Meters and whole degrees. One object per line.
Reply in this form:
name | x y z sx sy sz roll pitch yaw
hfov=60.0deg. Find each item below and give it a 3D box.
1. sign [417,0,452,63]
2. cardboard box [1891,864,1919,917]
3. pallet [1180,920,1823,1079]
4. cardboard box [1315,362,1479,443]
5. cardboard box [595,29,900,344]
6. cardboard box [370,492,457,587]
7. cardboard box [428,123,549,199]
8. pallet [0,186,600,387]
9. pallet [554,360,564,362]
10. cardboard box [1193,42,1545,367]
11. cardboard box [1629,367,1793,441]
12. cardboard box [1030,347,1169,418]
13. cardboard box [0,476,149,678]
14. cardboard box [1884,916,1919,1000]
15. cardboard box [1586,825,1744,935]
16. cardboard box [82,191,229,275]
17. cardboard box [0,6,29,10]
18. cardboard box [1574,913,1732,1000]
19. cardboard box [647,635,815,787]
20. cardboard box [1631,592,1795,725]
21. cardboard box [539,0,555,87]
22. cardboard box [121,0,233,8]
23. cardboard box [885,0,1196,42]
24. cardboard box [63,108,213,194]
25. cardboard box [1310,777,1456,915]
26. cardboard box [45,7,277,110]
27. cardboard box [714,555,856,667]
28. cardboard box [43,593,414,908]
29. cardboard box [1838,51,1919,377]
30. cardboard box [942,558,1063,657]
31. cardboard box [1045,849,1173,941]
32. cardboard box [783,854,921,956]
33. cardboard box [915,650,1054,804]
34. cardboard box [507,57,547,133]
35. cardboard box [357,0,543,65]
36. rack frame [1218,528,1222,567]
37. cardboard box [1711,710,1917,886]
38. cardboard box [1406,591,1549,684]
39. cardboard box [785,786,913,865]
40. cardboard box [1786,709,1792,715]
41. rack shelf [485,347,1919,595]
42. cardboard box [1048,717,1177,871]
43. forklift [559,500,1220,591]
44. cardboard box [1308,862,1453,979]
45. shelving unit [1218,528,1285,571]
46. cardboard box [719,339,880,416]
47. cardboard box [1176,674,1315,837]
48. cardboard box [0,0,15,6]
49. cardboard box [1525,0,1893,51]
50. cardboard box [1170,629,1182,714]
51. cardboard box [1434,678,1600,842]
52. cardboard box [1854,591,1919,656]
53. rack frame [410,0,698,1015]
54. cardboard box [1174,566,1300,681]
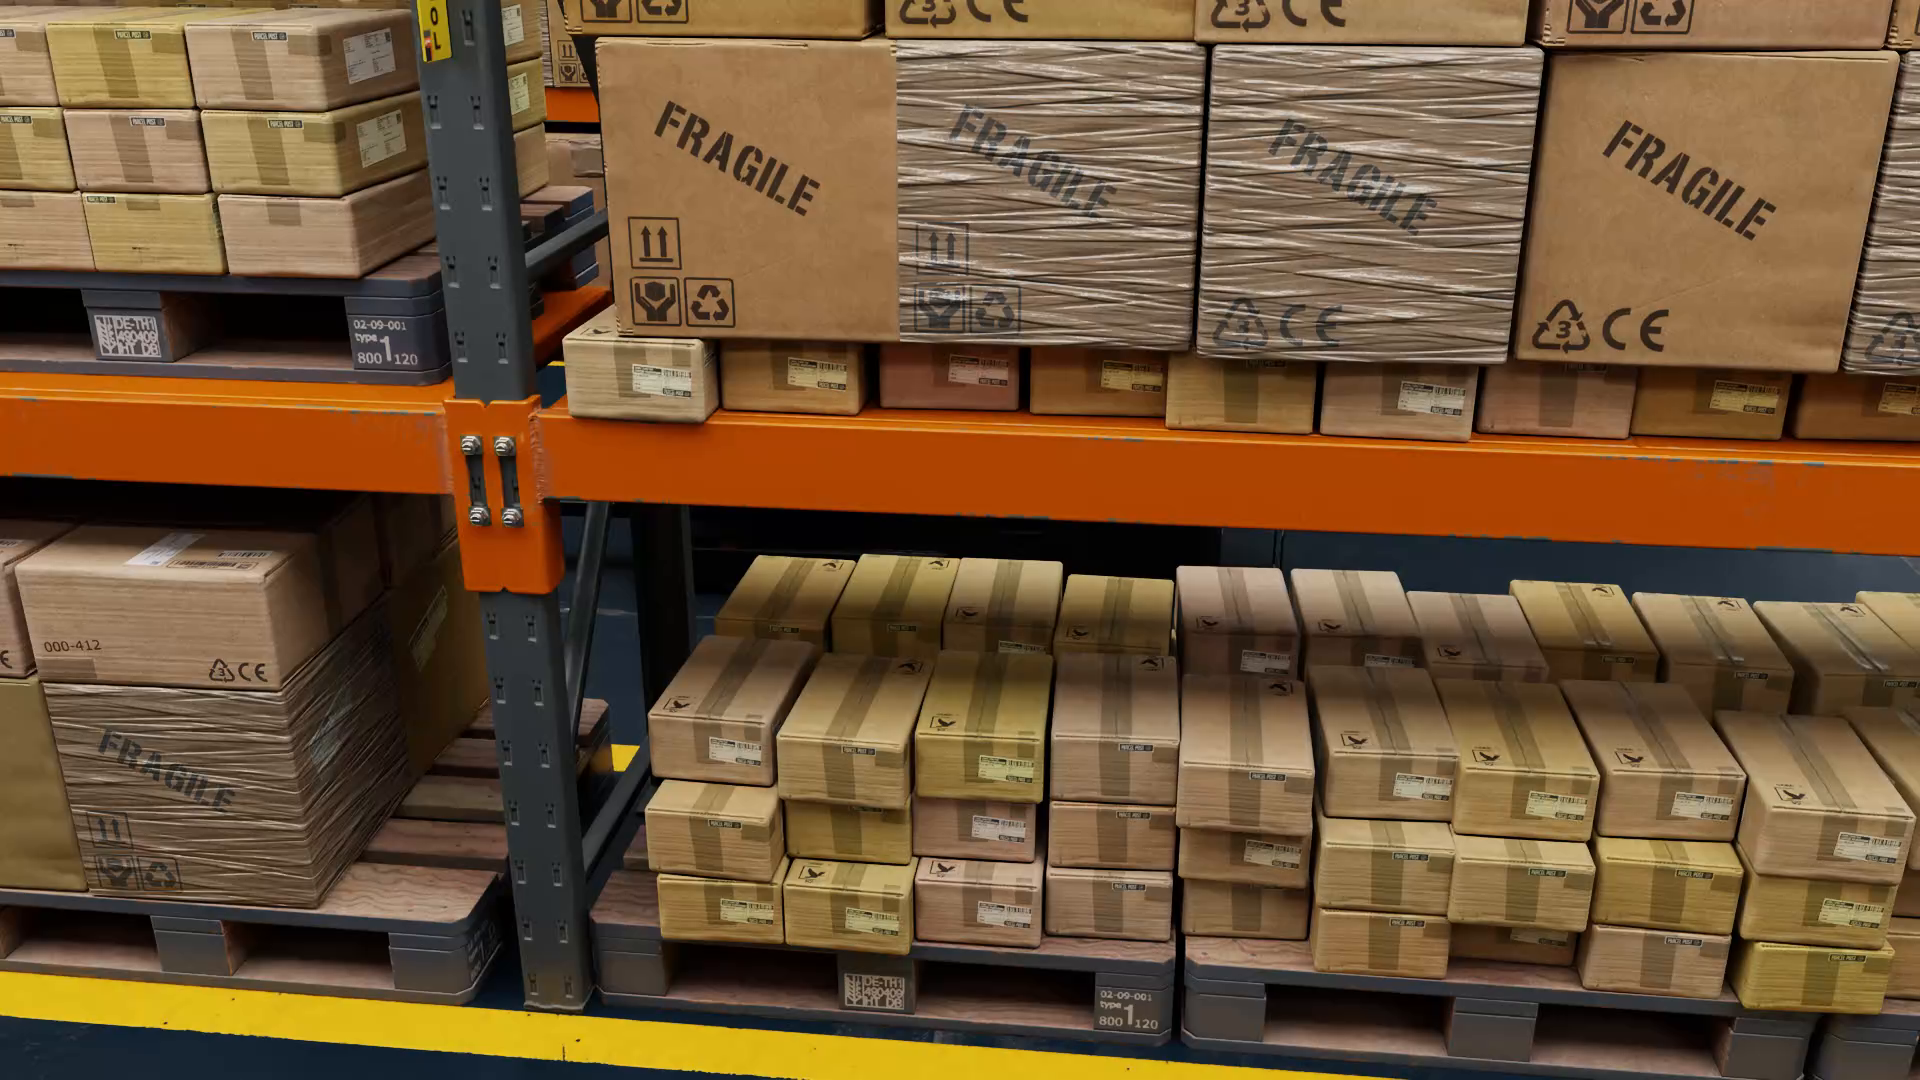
sign | -0.847 -0.931 2.639 0.005 0.325 0.100 2 22 6
cardboard box | 1.858 0.580 3.294 0.250 0.149 0.380 2 22 6
pallet | 1.101 0.770 3.706 1.213 0.211 1.003 2 22 6
cardboard box | 0.771 -0.307 2.979 0.250 0.149 0.380 3 22 9
cardboard box | -0.323 -0.667 3.005 0.500 0.500 0.500 2 22 5
cardboard box | -1.488 -0.105 3.935 0.500 0.250 0.500 2 22 4
cardboard box | -1.123 -0.859 3.802 0.250 0.149 0.380 1 22 4
pallet | -1.527 -0.592 3.619 1.213 0.211 1.003 2 22 6
pallet | -2.091 -1.163 8.593 1.213 0.211 1.003 2 22 6
cardboard box | 0.665 -0.613 2.869 0.500 0.500 0.500 2 22 5
cardboard box | 1.296 -0.310 2.985 0.250 0.149 0.380 3 22 7
cardboard box | 0.263 -0.356 3.103 0.250 0.149 0.380 2 22 4
cardboard box | -2.064 0.056 3.526 0.500 0.250 0.500 4 22 9
cardboard box | 1.873 0.739 3.297 0.250 0.149 0.380 3 22 7
cardboard box | 1.345 0.594 3.259 0.250 0.149 0.380 4 22 9
cardboard box | -1.461 -0.629 3.223 0.250 0.149 0.380 3 22 7
cardboard box | -1.991 -0.931 3.176 0.250 0.149 0.380 2 22 6
cardboard box | 1.344 0.732 3.316 0.250 0.149 0.380 3 22 7
cardboard box | -0.468 0.349 3.474 0.250 0.149 0.380 3 22 8
cardboard box | 1.653 0.263 3.691 0.250 0.149 0.380 3 22 8
cardboard box | -2.105 -2.436 7.886 0.500 0.500 0.500 3 22 6
cardboard box | -1.654 -1.157 3.748 0.250 0.149 0.380 3 22 7
cardboard box | 0.150 -1.120 2.791 0.500 0.500 0.500 2 22 5
cardboard box | -1.466 -0.768 3.168 0.250 0.149 0.380 3 22 7
cardboard box | 0.826 0.572 3.314 0.250 0.149 0.380 2 22 6
cardboard box | -1.474 -0.908 3.117 0.250 0.149 0.380 2 22 5
cardboard box | -0.401 0.179 3.904 0.250 0.149 0.380 3 22 8
cardboard box | -1.550 0.432 3.596 0.500 0.500 0.500 2 22 5
cardboard box | 1.695 -0.575 2.774 0.500 0.500 0.500 3 22 6
cardboard box | 0.105 0.184 3.892 0.250 0.149 0.380 2 22 6
cardboard box | 0.313 0.664 3.486 0.250 0.149 0.380 2 22 5
cardboard box | -0.197 0.680 3.446 0.250 0.149 0.380 3 22 8
cardboard box | 0.056 0.376 3.407 0.250 0.149 0.380 2 22 6
cardboard box | -1.123 -0.997 3.747 0.250 0.149 0.380 3 22 7
cardboard box | -1.123 -1.135 3.693 0.250 0.149 0.380 4 22 9
rack frame | 0.866 -0.299 5.472 0.006 0.900 0.240 2 22 5
cardboard box | 1.593 0.479 3.145 0.250 0.149 0.380 3 22 8
cardboard box | 1.136 0.259 3.701 0.250 0.149 0.380 3 22 6
cardboard box | -0.201 0.508 3.477 0.250 0.149 0.380 3 22 7
cardboard box | 1.936 0.392 3.770 0.250 0.149 0.380 3 22 8
rack shelf | 1.201 -0.174 3.279 4.000 0.370 1.077 2 22 6
cardboard box | 0.313 0.518 3.452 0.250 0.149 0.380 1 22 4
forklift | -0.627 -1.384 5.454 3.031 2.935 1.130 2 22 5
cardboard box | 0.832 0.710 3.371 0.250 0.149 0.380 2 22 5
shelving unit | 0.967 -0.296 5.464 0.210 0.900 0.258 2 22 5
cardboard box | -0.277 -0.363 3.119 0.250 0.149 0.380 3 22 8
cardboard box | 0.561 0.420 3.296 0.250 0.149 0.380 3 22 7
cardboard box | -2.156 -1.180 3.805 0.250 0.149 0.380 2 22 6
cardboard box | 1.157 -1.064 2.650 0.500 0.500 0.500 2 22 4
cardboard box | 0.596 0.357 3.858 0.250 0.149 0.380 3 22 8
cardboard box | 1.081 0.426 3.279 0.250 0.149 0.380 3 22 7
cardboard box | 2.183 0.259 3.701 0.250 0.149 0.380 2 22 6
rack frame | -0.785 -0.595 3.365 0.127 3.000 1.000 2 22 6
cardboard box | 0.633 0.202 3.847 0.250 0.149 0.380 1 22 4
